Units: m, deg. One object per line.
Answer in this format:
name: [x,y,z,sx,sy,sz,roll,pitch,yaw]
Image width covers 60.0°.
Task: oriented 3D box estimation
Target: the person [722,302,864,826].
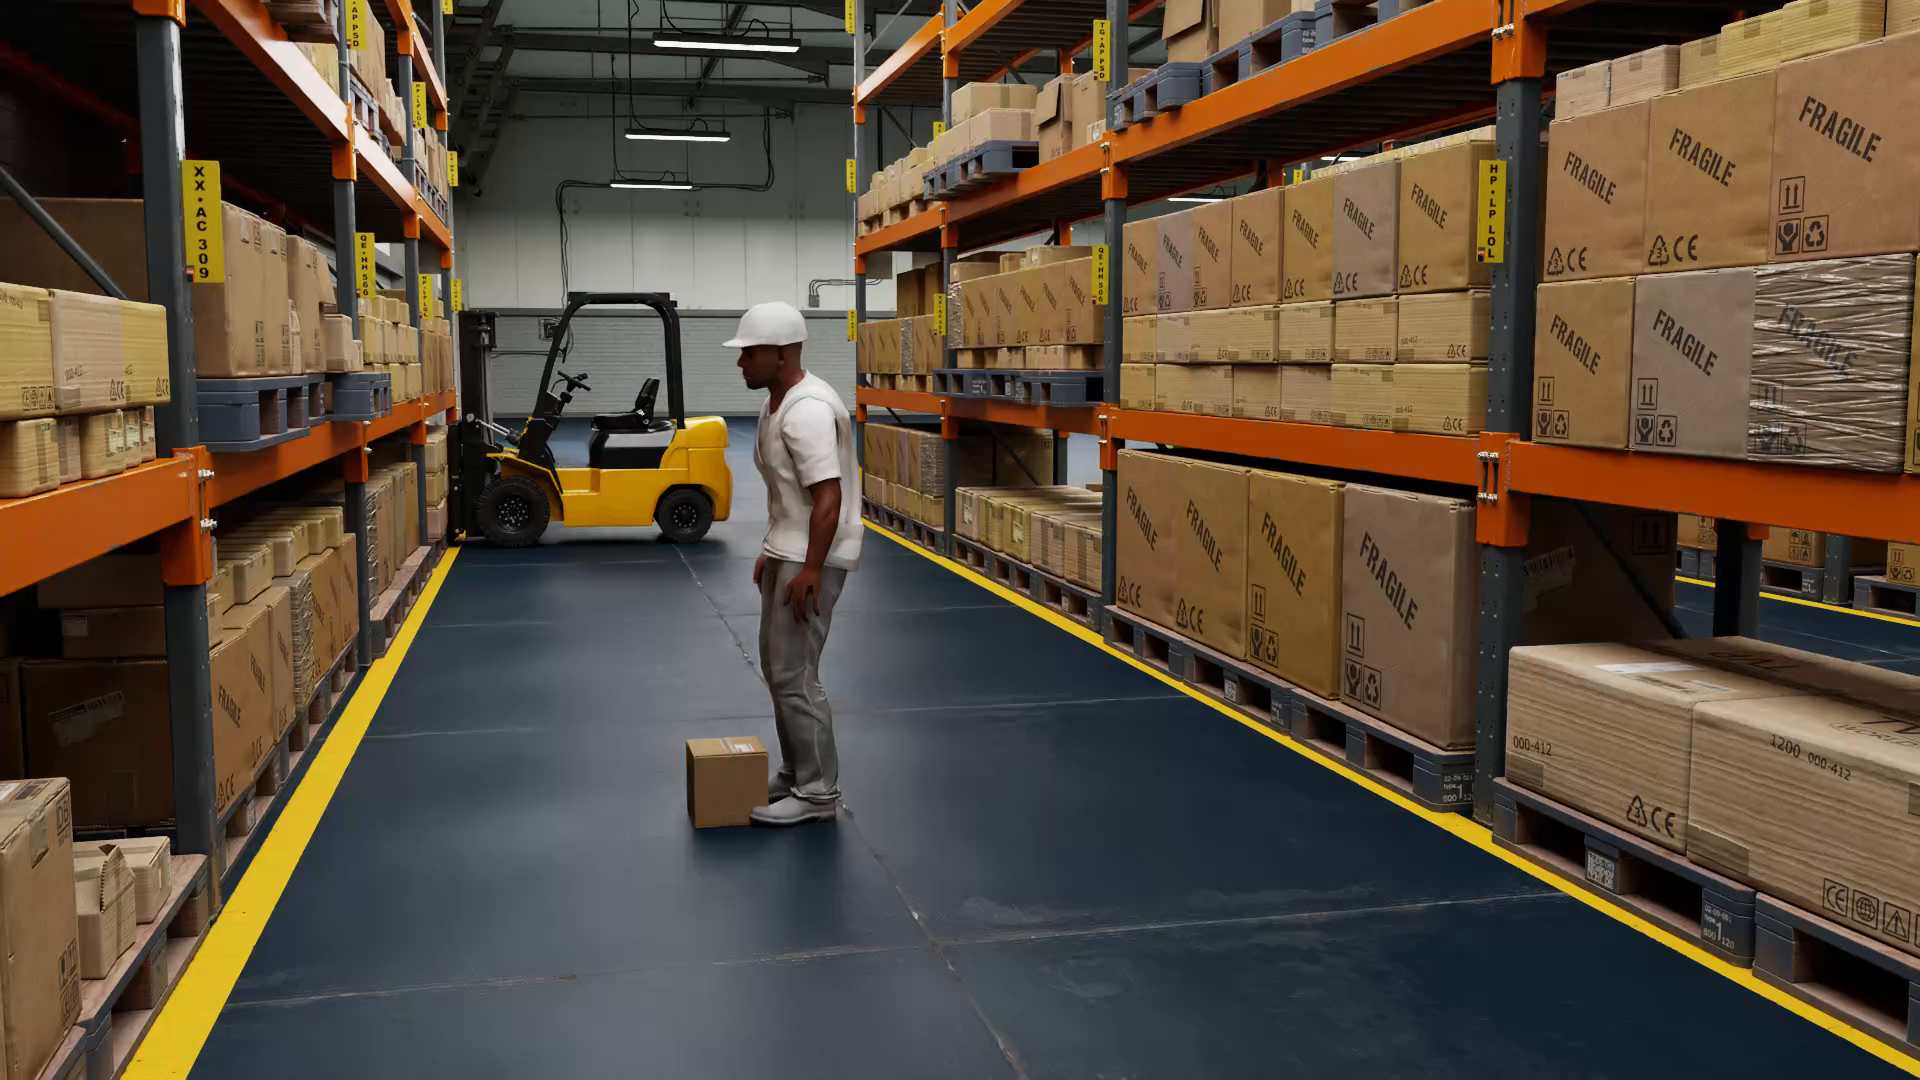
person: [-0.575,0.074,5.686,0.462,1.759,0.633,-2,6,-17]
